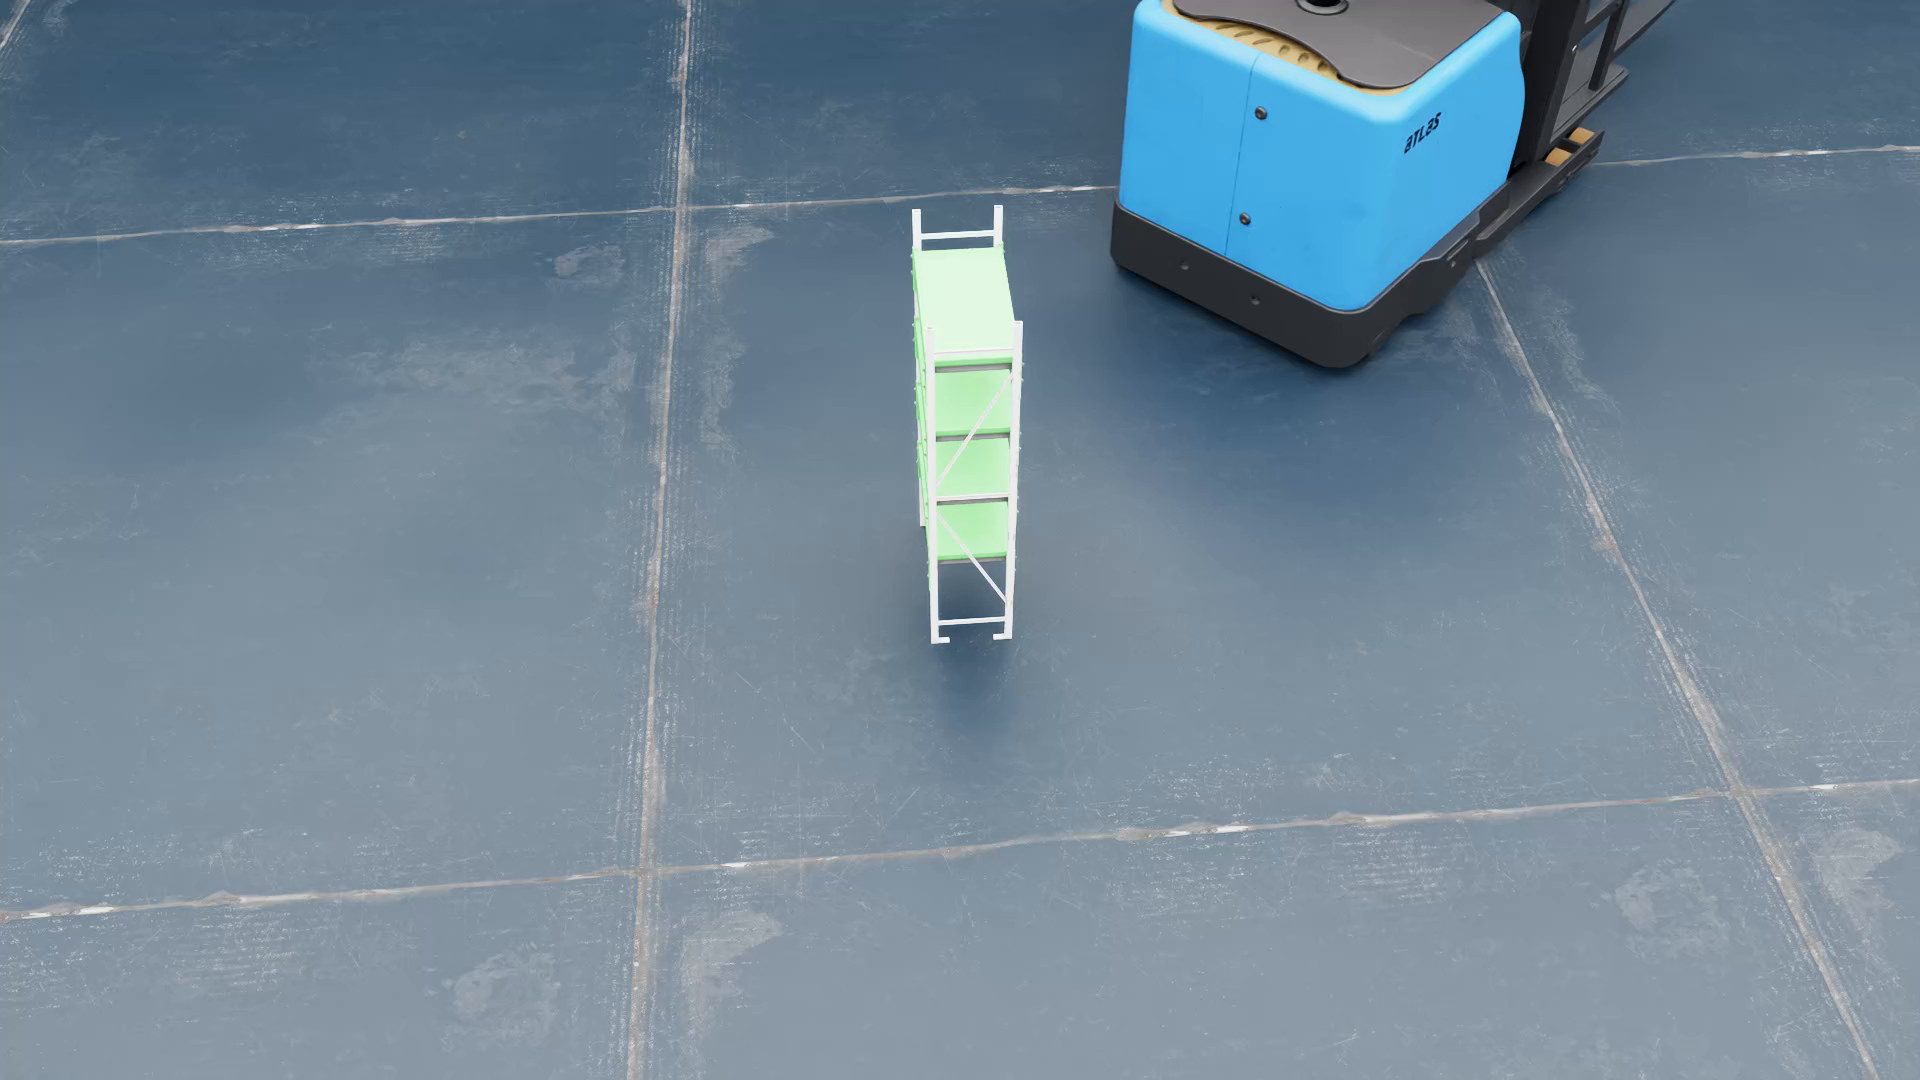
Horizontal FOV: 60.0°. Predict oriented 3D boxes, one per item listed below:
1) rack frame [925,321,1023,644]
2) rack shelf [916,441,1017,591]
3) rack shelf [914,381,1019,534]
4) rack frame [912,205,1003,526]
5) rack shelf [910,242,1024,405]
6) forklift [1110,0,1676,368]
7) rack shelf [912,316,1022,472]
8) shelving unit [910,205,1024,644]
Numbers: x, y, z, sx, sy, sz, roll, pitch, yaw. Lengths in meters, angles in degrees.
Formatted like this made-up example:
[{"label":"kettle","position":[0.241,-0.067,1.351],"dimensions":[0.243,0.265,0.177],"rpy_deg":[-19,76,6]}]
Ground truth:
[{"label":"rack frame","position":[0.034,-0.116,4.534],"dimensions":[0.240,1.200,0.015],"rpy_deg":[-3,47,-3]},{"label":"rack shelf","position":[0.014,-0.084,4.922],"dimensions":[0.258,0.148,0.480],"rpy_deg":[-3,47,-3]},{"label":"rack shelf","position":[0.014,-0.249,4.747],"dimensions":[0.258,0.148,0.480],"rpy_deg":[-3,47,-3]},{"label":"rack frame","position":[-0.007,-0.469,4.868],"dimensions":[0.240,1.200,0.015],"rpy_deg":[-3,47,-3]},{"label":"rack shelf","position":[0.014,-0.579,4.399],"dimensions":[0.258,0.148,0.480],"rpy_deg":[-3,47,-3]},{"label":"forklift","position":[1.902,-2.595,5.689],"dimensions":[1.130,2.935,3.031],"rpy_deg":[32,54,27]},{"label":"rack shelf","position":[0.014,-0.414,4.573],"dimensions":[0.258,0.148,0.480],"rpy_deg":[-3,47,-3]},{"label":"shelving unit","position":[0.014,-0.293,4.701],"dimensions":[0.258,1.200,0.503],"rpy_deg":[-3,47,-3]}]
